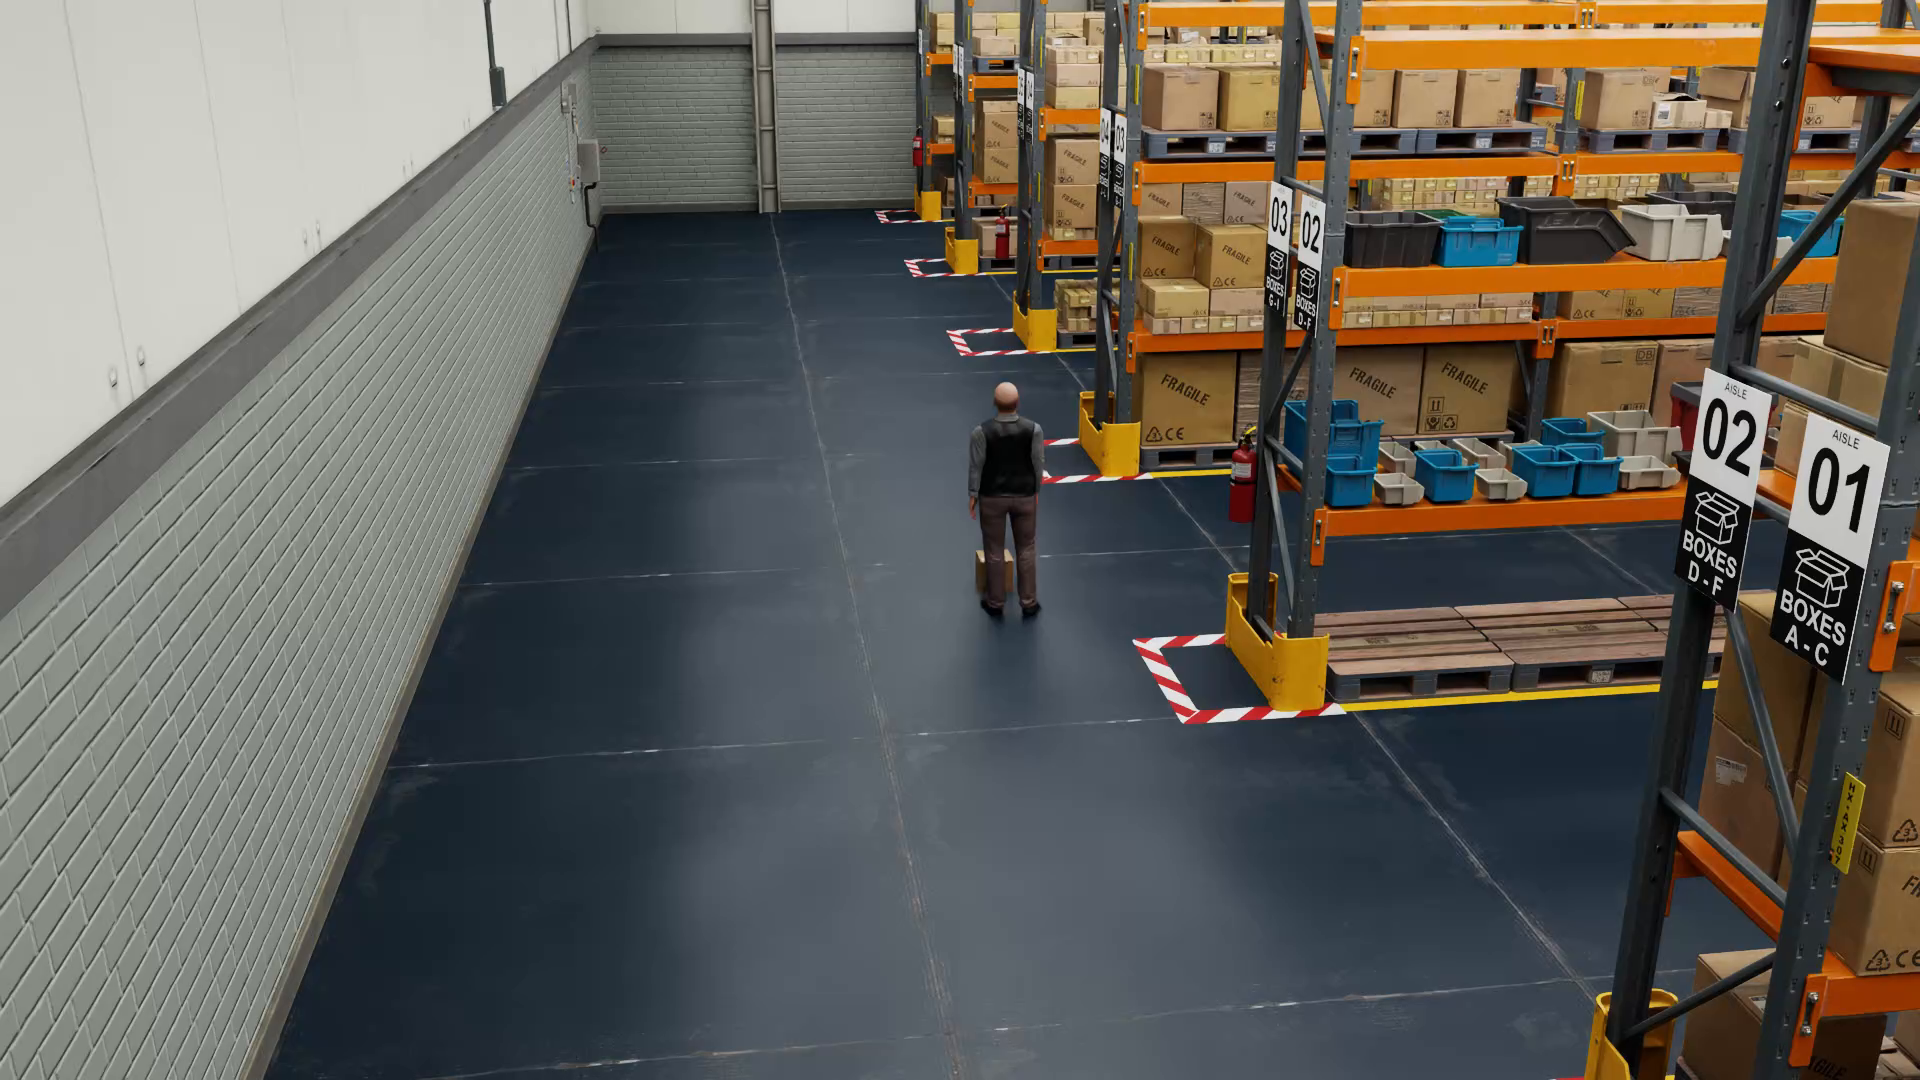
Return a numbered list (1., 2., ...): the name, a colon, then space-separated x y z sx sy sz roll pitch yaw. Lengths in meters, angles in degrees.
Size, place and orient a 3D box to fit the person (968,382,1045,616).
1. person: 0.324 -0.290 11.919 0.544 1.740 0.358 -3 20 -8
